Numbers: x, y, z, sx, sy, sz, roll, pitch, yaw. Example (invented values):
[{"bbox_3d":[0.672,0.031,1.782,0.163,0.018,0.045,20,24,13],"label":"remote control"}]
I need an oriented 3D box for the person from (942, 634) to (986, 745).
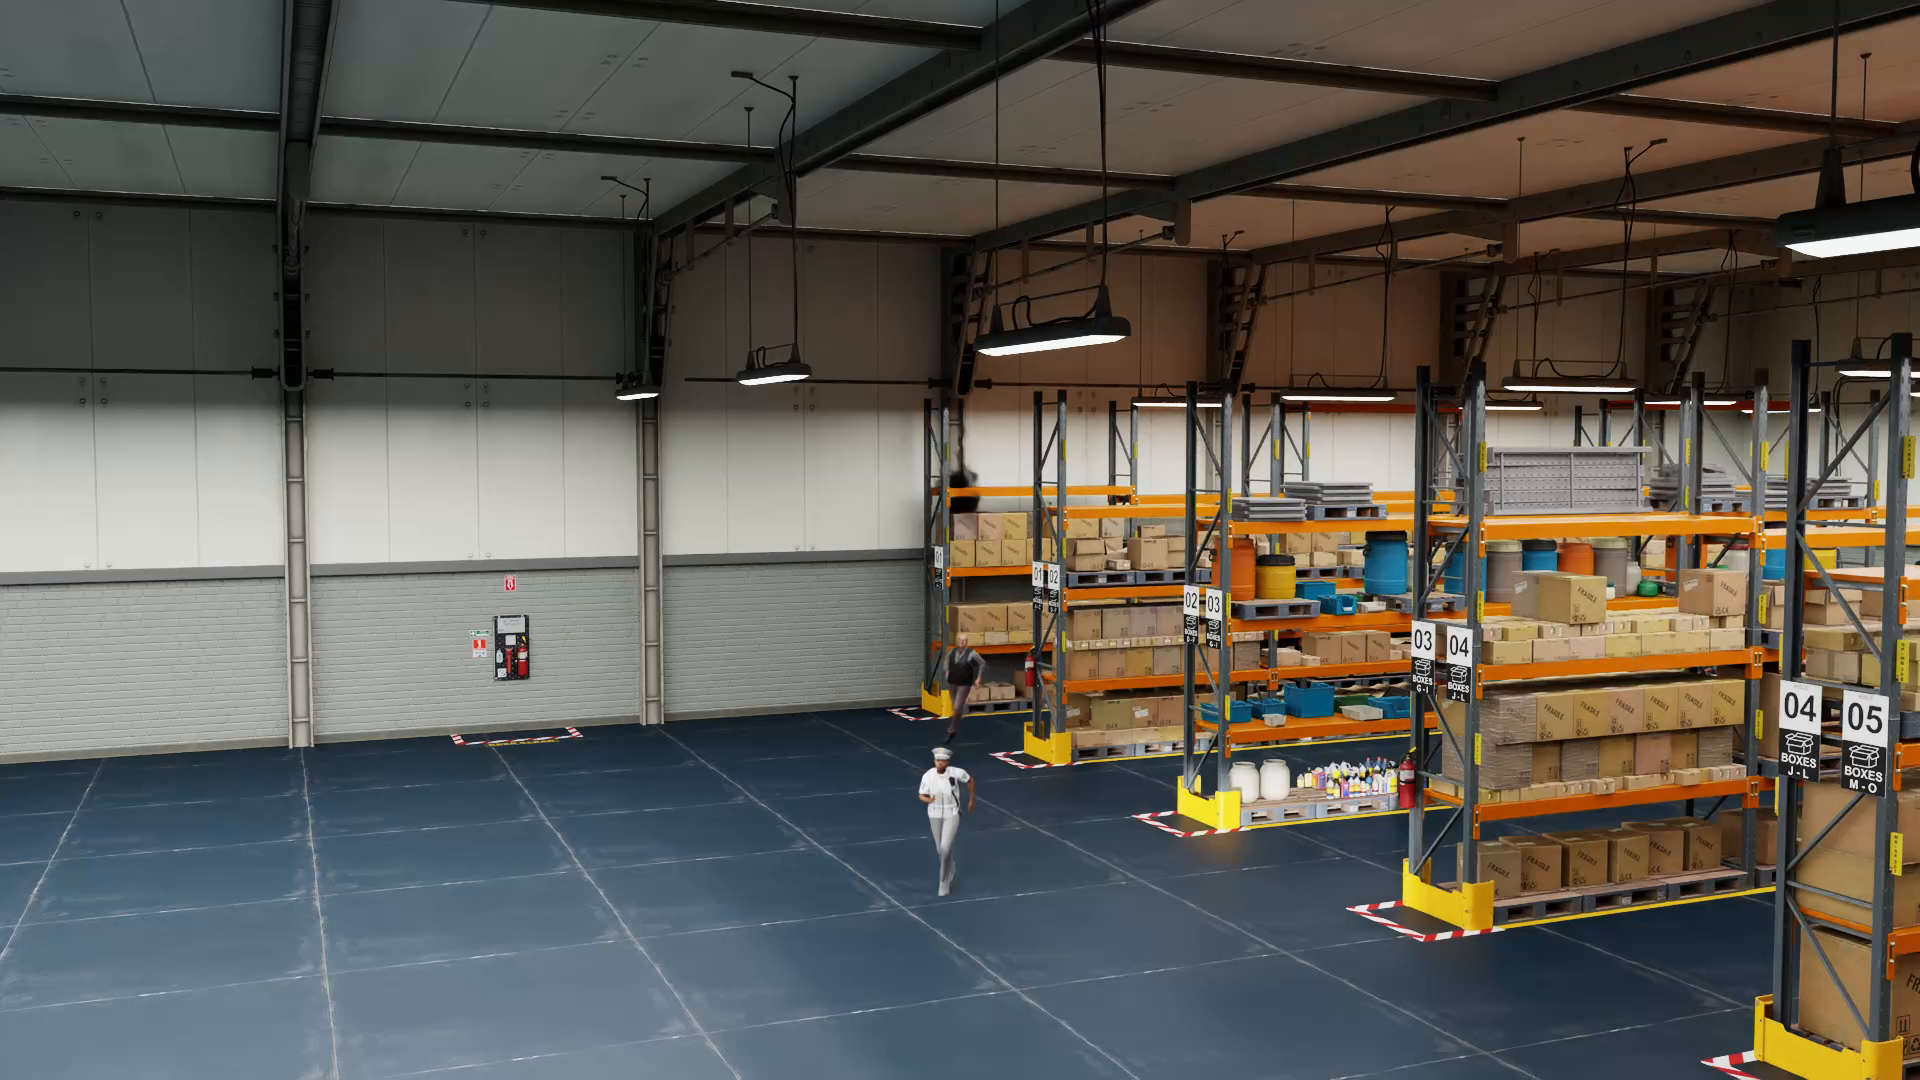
[{"bbox_3d":[0.023,2.436,27.388,0.725,1.807,0.707,2,4,32],"label":"person"}]

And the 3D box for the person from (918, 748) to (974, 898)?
[{"bbox_3d":[-0.161,3.204,19.109,0.599,1.717,0.827,1,3,10],"label":"person"}]
